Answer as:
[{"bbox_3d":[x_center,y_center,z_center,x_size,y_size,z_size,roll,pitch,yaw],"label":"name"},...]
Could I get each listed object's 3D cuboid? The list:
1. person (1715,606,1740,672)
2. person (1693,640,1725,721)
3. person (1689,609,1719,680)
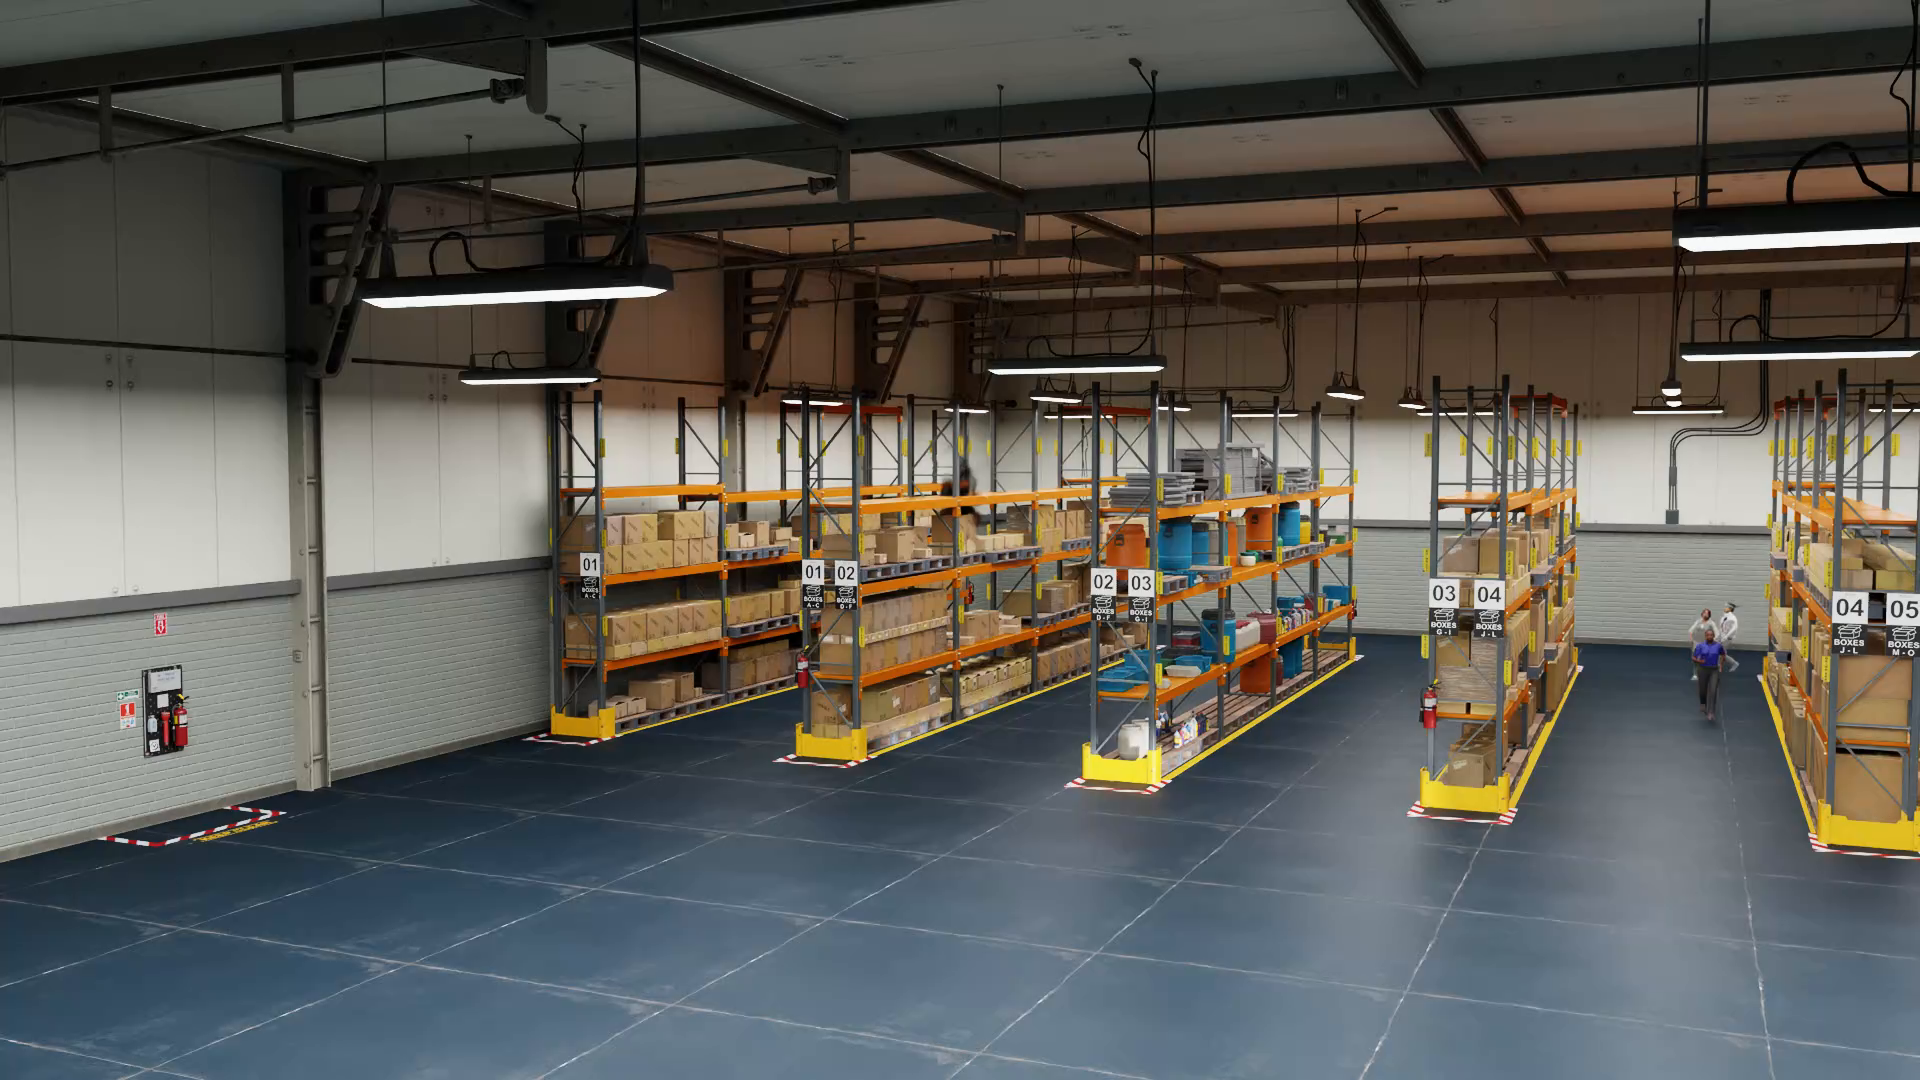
[{"bbox_3d":[16.977,2.179,36.918,0.592,1.587,0.642,1,3,12],"label":"person"},{"bbox_3d":[13.787,2.559,30.622,0.544,1.422,0.957,1,3,20],"label":"person"},{"bbox_3d":[16.014,2.258,35.851,0.611,1.556,0.480,3,4,43],"label":"person"}]
